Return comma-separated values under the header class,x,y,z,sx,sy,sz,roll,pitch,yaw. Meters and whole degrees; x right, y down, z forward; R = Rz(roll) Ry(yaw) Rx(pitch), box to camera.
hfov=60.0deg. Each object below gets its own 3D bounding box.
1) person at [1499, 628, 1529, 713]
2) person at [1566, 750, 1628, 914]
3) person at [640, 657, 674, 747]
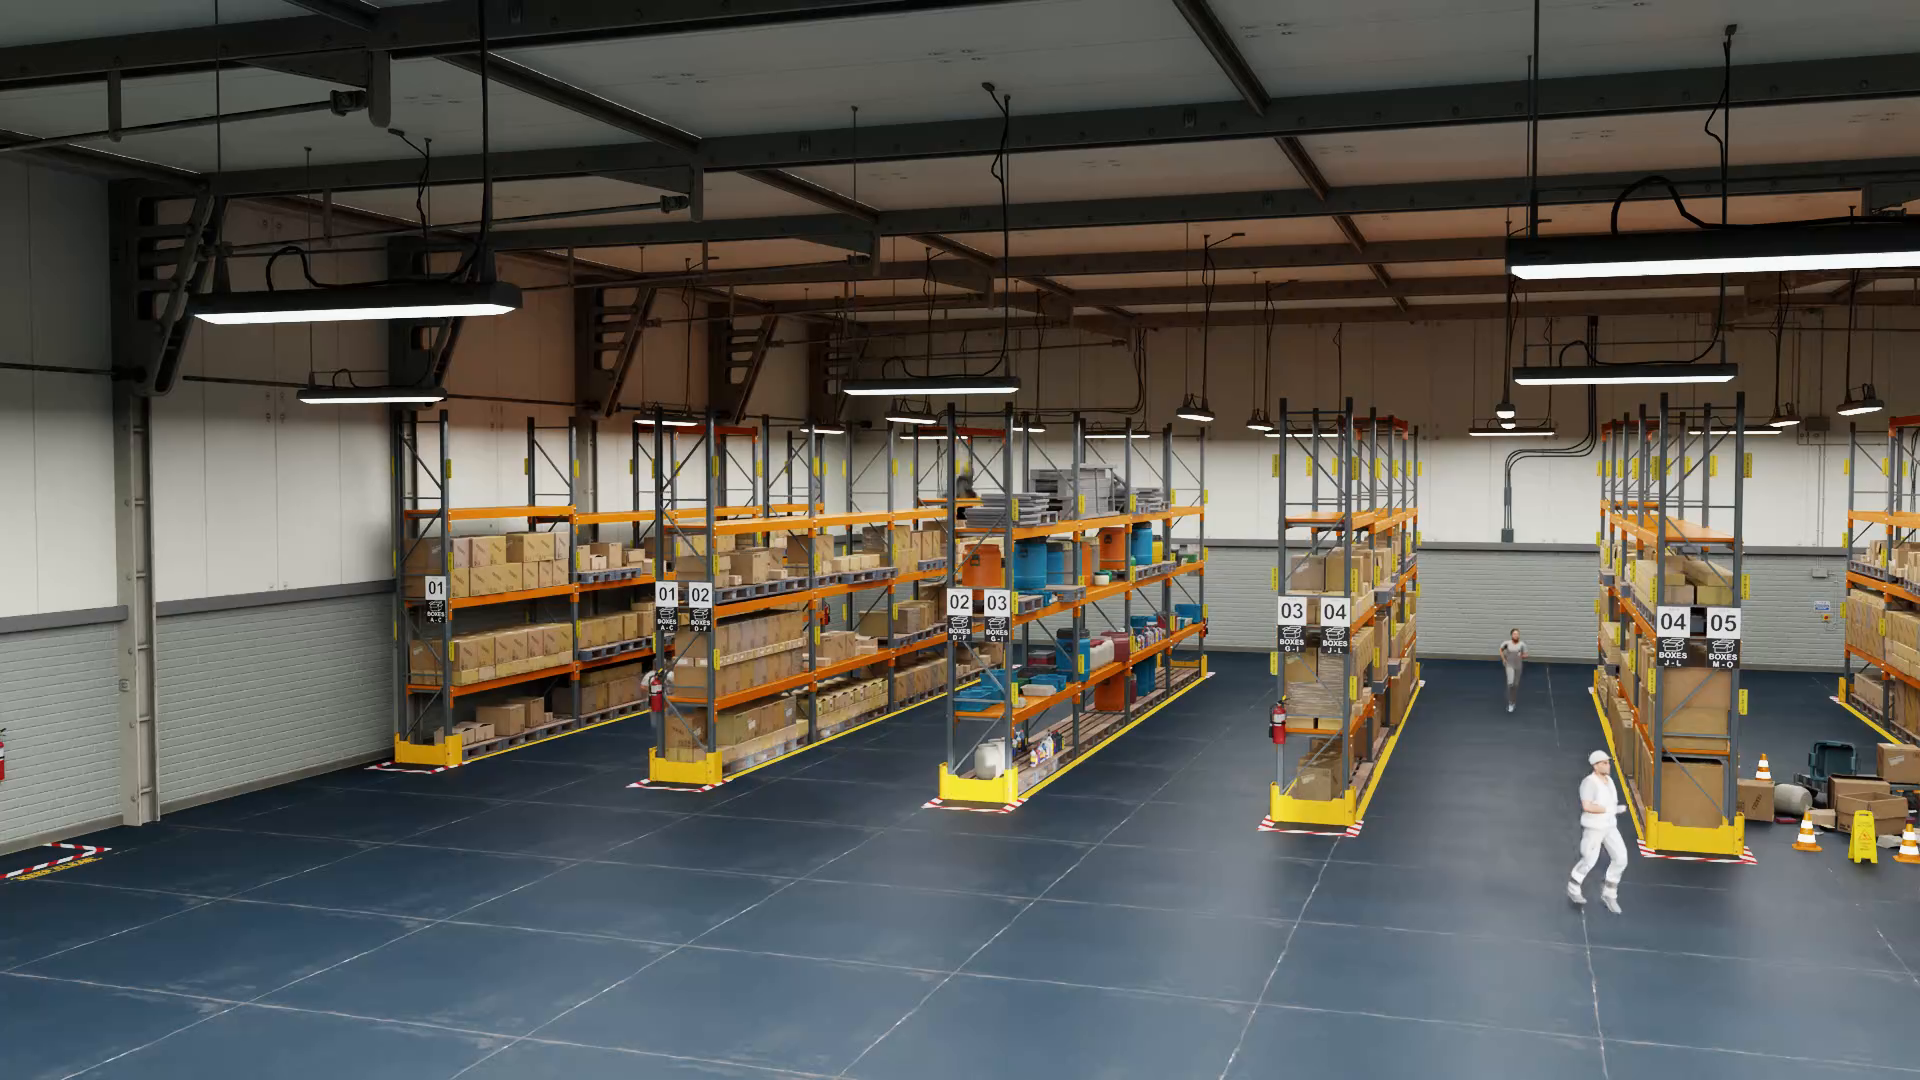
class,x,y,z,sx,sy,sz,roll,pitch,yaw
person,11.488,2.701,34.476,0.550,1.708,0.780,0,2,8
person,7.228,3.300,18.806,0.664,1.852,0.776,-1,3,-30
person,-5.299,2.908,29.270,0.631,1.717,0.810,0,2,11
